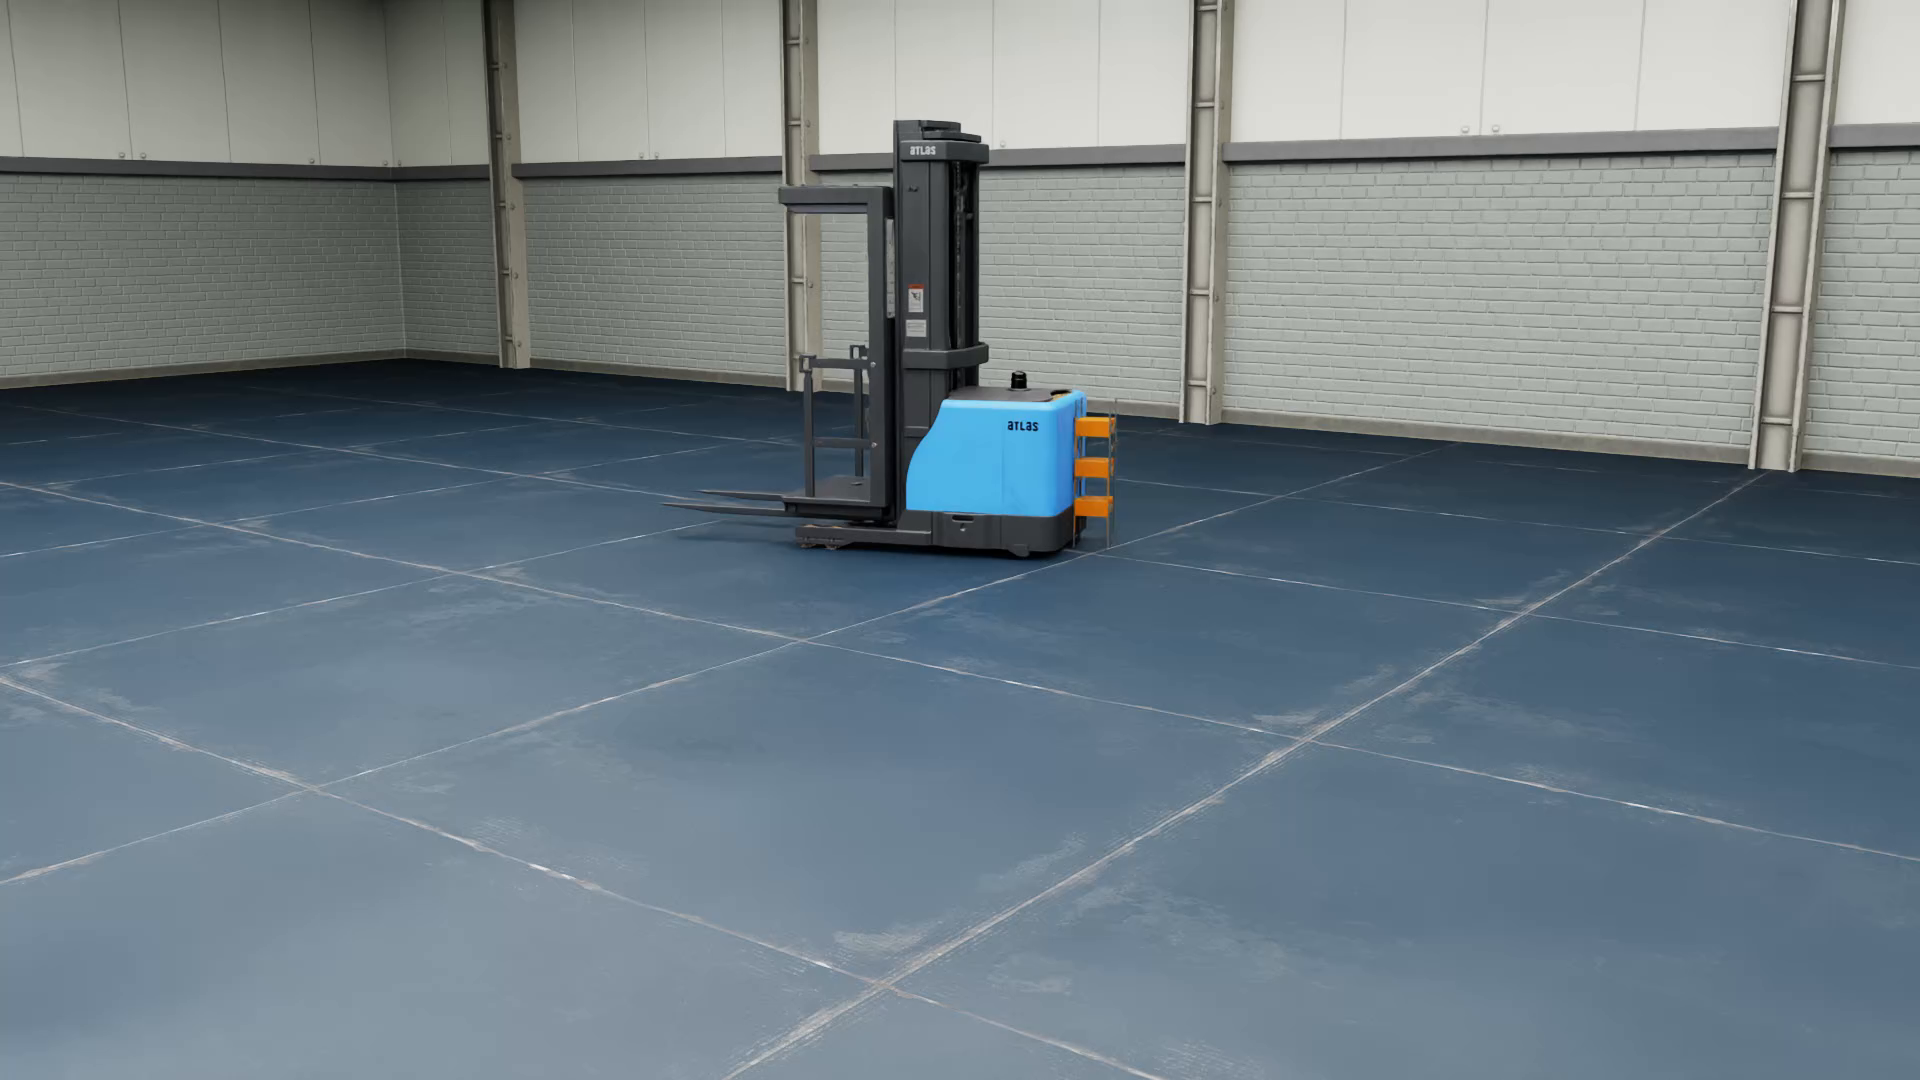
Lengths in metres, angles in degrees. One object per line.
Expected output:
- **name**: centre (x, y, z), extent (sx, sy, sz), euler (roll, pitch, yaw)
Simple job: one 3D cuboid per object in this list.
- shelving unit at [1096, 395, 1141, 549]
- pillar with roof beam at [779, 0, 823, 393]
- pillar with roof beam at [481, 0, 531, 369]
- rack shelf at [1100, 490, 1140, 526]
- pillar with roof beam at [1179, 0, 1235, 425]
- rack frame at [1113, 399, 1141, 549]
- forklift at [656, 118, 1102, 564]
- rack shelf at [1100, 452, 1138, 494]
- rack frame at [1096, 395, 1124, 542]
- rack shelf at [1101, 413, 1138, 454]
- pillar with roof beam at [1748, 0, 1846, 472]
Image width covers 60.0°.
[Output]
- **shelving unit**: centre (1.123, -0.484, 11.769), extent (0.215, 1.050, 0.252), euler (-5, 12, -23)
- **pillar with roof beam**: centre (-4.642, -5.775, 18.186), extent (0.400, 9.000, 9.100), euler (8, 13, 36)
- **pillar with roof beam**: centre (-9.478, -6.449, 21.673), extent (0.400, 9.000, 9.100), euler (8, 13, 36)
- **rack shelf**: centre (1.122, -0.201, 11.824), extent (0.215, 0.259, 0.240), euler (-5, 12, -23)
- **pillar with roof beam**: centre (0.194, -5.100, 14.700), extent (0.400, 9.000, 9.100), euler (8, 13, 36)
- **rack frame**: centre (1.172, -0.463, 11.659), extent (0.200, 1.050, 0.008), euler (-5, 12, -23)
- **forklift**: centre (-0.575, -1.387, 11.483), extent (3.031, 2.935, 1.130), euler (-3, 11, -17)
- **rack shelf**: centre (1.123, -0.474, 11.771), extent (0.215, 0.259, 0.240), euler (-5, 12, -23)
- **rack frame**: centre (1.073, -0.506, 11.878), extent (0.200, 1.050, 0.008), euler (-5, 12, -23)
- **rack shelf**: centre (1.123, -0.753, 11.717), extent (0.215, 0.259, 0.240), euler (-5, 12, -23)
- **pillar with roof beam**: centre (5.030, -4.425, 11.213), extent (0.400, 9.000, 9.100), euler (8, 13, 36)
